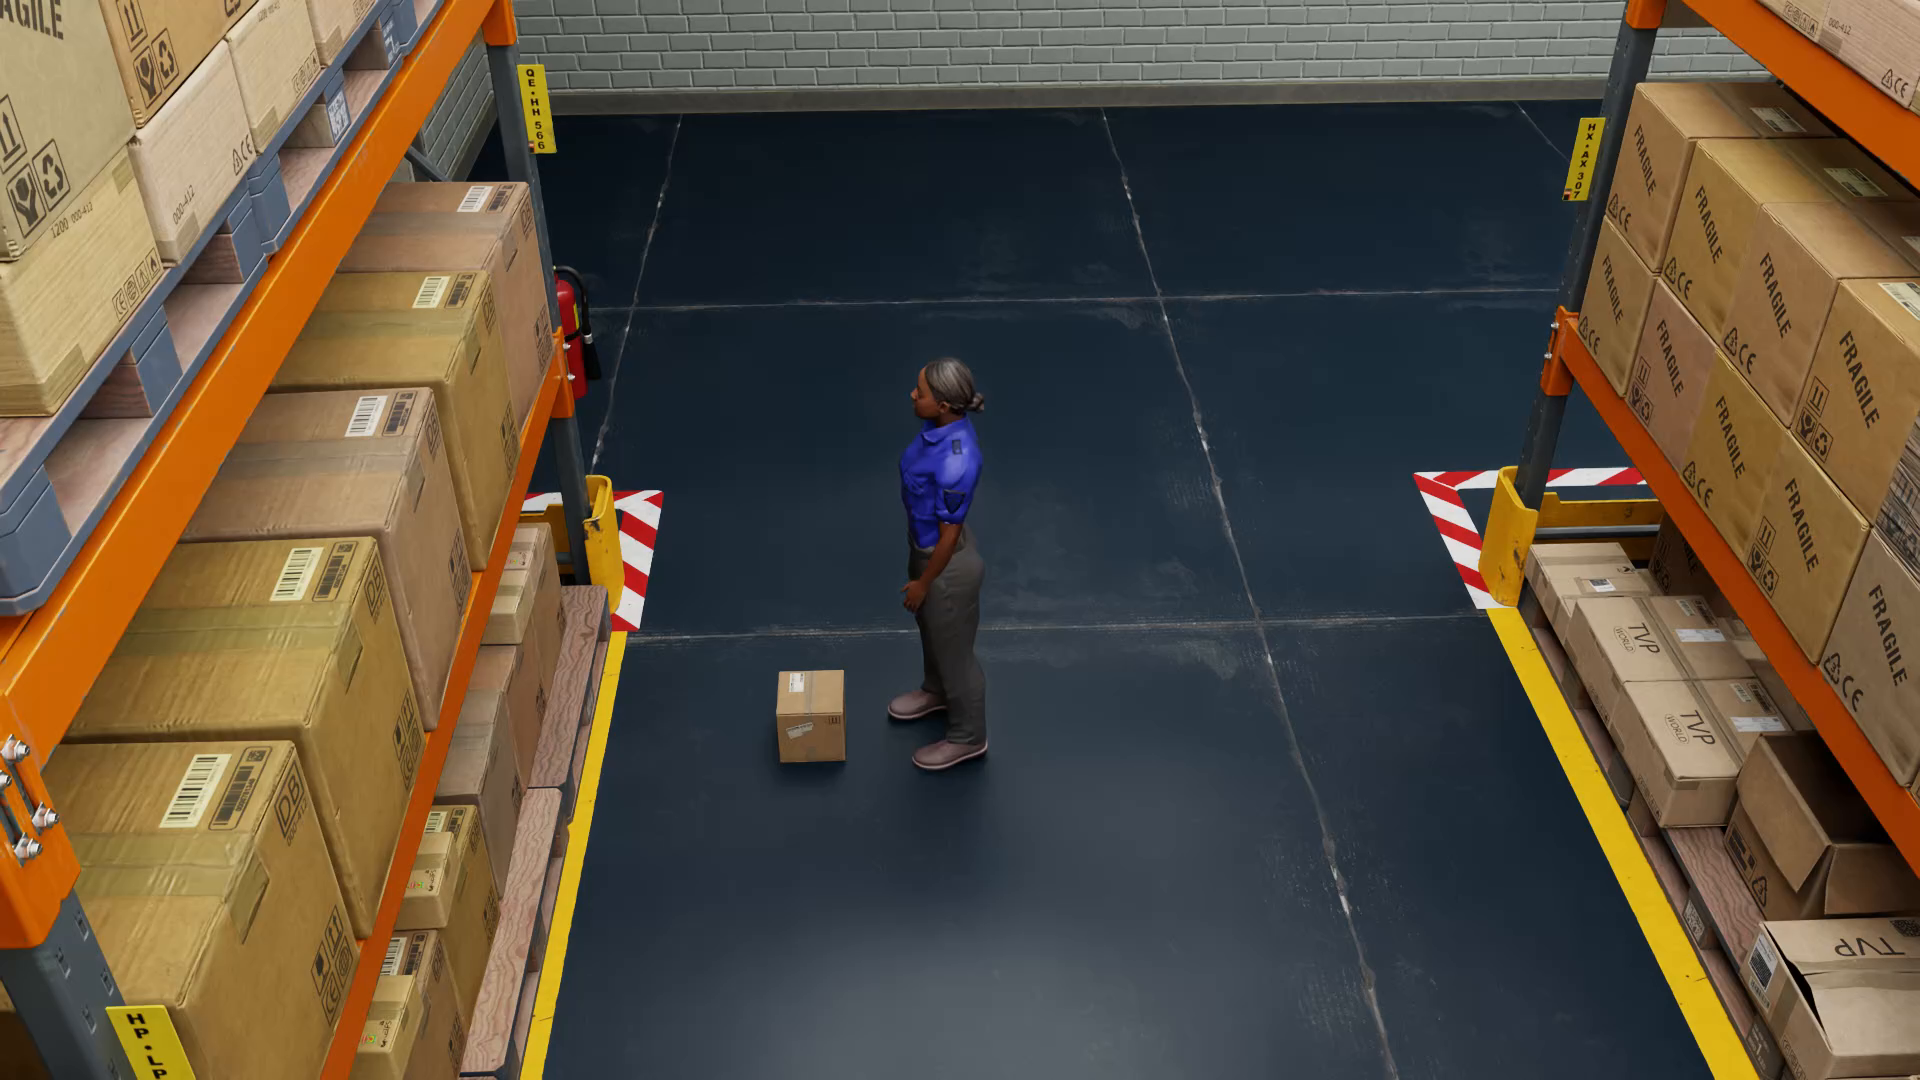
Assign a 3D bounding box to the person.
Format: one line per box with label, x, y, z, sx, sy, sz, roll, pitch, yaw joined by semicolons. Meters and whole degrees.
person;-0.089;0.080;6.016;0.360;1.663;0.440;-4;36;-6
